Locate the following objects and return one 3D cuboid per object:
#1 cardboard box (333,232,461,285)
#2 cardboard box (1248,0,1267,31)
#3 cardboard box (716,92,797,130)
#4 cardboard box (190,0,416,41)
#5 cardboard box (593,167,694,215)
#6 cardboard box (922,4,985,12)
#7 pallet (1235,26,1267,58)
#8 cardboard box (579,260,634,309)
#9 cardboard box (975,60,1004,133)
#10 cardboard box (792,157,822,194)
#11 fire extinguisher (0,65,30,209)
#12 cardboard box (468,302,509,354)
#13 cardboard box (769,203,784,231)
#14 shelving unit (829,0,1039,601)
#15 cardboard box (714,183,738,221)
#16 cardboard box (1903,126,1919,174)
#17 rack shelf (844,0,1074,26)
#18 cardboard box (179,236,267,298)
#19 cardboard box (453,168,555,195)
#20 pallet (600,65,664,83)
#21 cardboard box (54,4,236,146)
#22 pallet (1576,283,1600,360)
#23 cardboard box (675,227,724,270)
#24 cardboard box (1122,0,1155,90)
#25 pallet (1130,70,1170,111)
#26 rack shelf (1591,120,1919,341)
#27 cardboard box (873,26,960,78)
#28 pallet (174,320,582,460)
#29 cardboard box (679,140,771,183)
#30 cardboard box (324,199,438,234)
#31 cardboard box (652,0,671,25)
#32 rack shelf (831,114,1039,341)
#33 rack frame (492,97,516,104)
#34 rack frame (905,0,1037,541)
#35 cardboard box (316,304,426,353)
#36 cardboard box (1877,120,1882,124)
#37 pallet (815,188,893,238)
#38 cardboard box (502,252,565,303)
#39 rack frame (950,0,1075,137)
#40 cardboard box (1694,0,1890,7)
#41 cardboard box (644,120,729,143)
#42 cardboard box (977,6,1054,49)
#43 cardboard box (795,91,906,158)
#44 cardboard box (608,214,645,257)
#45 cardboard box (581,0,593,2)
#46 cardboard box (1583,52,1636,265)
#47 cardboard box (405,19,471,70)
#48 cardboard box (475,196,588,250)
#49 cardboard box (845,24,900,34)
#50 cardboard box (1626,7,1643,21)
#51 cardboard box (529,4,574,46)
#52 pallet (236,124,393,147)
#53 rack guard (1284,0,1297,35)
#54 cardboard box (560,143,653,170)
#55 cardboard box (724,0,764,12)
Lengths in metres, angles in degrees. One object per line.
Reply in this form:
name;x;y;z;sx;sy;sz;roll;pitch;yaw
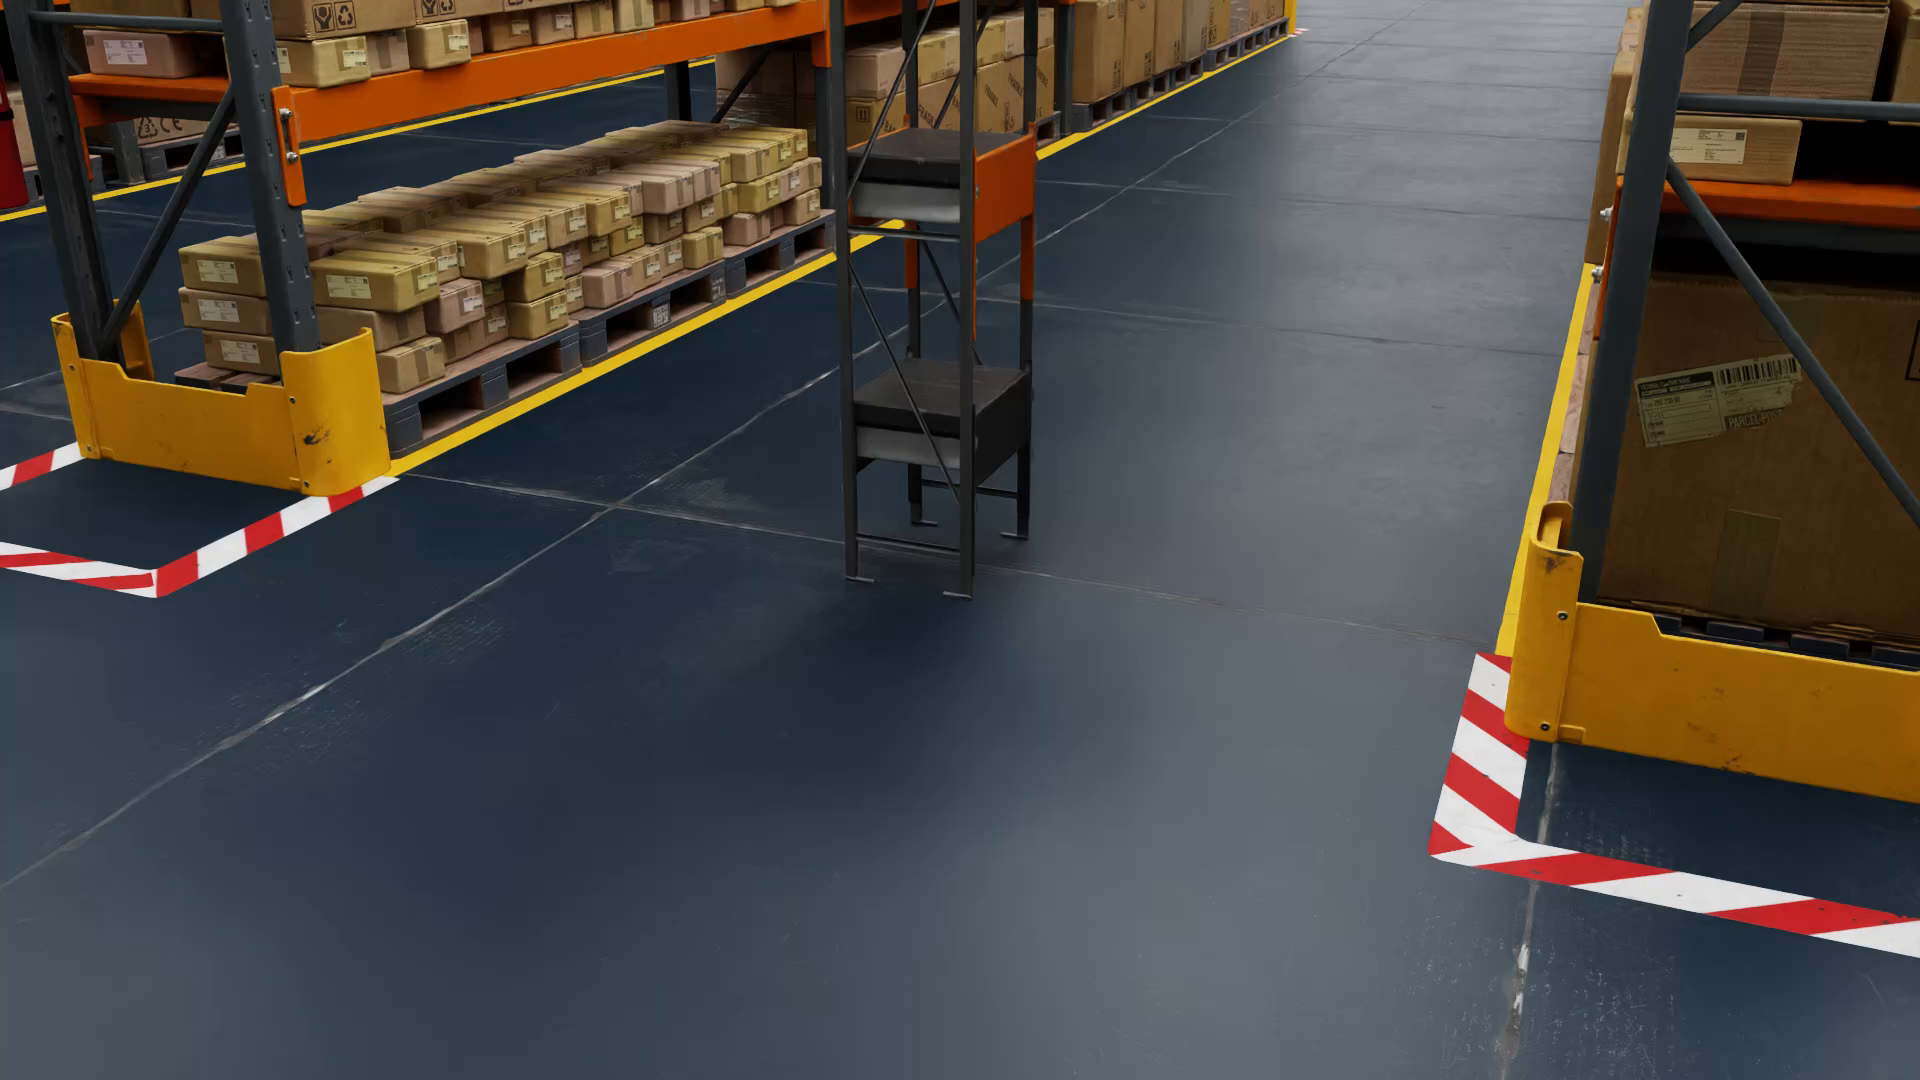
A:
cardboard box;-2.114;-1.046;6.245;0.380;0.149;0.250;9;24;21
cardboard box;2.813;-6.010;17.959;0.875;0.875;0.875;8;24;19
cardboard box;-1.088;-2.411;9.829;0.500;0.500;0.500;8;24;19
cardboard box;-2.191;-1.943;5.494;0.500;0.500;0.500;10;25;23
cardboard box;-1.435;-1.581;7.525;0.380;0.149;0.250;8;24;18
cardboard box;-0.124;-3.676;11.883;0.500;0.250;0.500;8;24;18
pallet;2.650;-5.345;17.772;1.003;0.211;1.213;9;24;20
cardboard box;-1.639;-1.111;7.172;0.380;0.149;0.250;8;24;17
cardboard box;-0.022;-2.892;10.980;0.500;0.500;0.500;8;24;18
cardboard box;-0.951;-1.927;8.740;0.380;0.149;0.250;9;24;21
fire extinguisher;-3.137;-1.407;5.310;0.296;0.674;0.183;9;24;20
cardboard box;-2.016;-0.854;6.556;0.380;0.149;0.250;9;24;21
cardboard box;-1.132;-1.678;8.530;0.380;0.149;0.250;9;24;22
shelving unit;-0.062;-0.910;4.703;0.431;2.100;0.503;9;24;20
cardboard box;-1.307;-1.655;8.087;0.380;0.149;0.250;9;24;21
cardboard box;2.485;-0.948;3.954;0.380;0.149;0.250;8;24;19
rack shelf;-0.386;-3.454;10.560;1.077;0.370;4.000;9;24;20
cardboard box;-2.653;-1.017;6.175;0.380;0.149;0.250;9;24;21
cardboard box;-2.053;-1.574;7.507;0.380;0.149;0.250;9;24;20
pallet;-3.530;-4.602;15.993;1.003;0.211;1.213;9;24;20
cardboard box;-5.606;-3.189;11.205;0.875;0.875;0.875;10;25;22
pallet;3.084;-0.776;6.834;1.003;0.211;1.213;9;24;20
cardboard box;-1.342;-1.389;7.837;0.380;0.149;0.250;9;24;20
cardboard box;0.988;-4.175;13.728;1.050;0.750;0.750;9;24;21
pallet;1.175;-3.921;14.363;1.003;0.211;1.213;9;24;20
rack shelf;2.696;-1.276;5.346;1.077;0.370;4.000;9;24;20
cardboard box;-0.220;-3.056;10.399;0.500;0.250;0.500;10;25;22
pallet;-2.252;-0.665;6.567;1.003;0.211;1.213;9;24;20
cardboard box;-1.163;-1.871;8.219;0.380;0.149;0.250;9;24;20
cardboard box;-2.373;-1.293;6.836;0.380;0.149;0.250;8;24;18
cardboard box;-1.503;-2.350;7.309;0.380;0.149;0.250;8;24;19
rack shelf;-0.062;-0.897;4.709;0.431;0.518;0.480;9;24;20
rack frame;-4.276;-5.174;13.745;1.000;3.000;0.127;9;24;20
rack frame;0.029;-0.997;4.913;0.400;2.100;0.015;9;24;20
cardboard box;-2.182;-0.805;6.053;0.380;0.149;0.250;10;25;22
cardboard box;2.771;-1.224;4.615;0.380;0.149;0.250;8;24;19
pallet;-0.841;-2.062;9.913;1.003;0.211;1.213;9;24;20
cardboard box;-1.823;-1.071;6.691;0.380;0.149;0.250;10;25;22
rack frame;0.357;-4.501;12.135;1.000;3.000;0.127;9;24;20
cardboard box;1.890;-1.518;3.829;0.500;0.500;0.500;9;24;21
cardboard box;-1.449;-2.129;8.837;0.380;0.149;0.250;10;25;22
cardboard box;0.346;-3.605;11.715;0.500;0.250;0.500;8;24;19
cardboard box;-0.608;-2.337;9.651;0.500;0.500;0.500;10;25;22
cardboard box;-1.640;-1.378;7.425;0.380;0.149;0.250;10;25;23
cardboard box;-1.639;-2.495;6.816;0.500;0.500;0.500;8;24;19
cardboard box;3.658;-1.769;7.805;1.225;0.875;0.875;9;24;20
cardboard box;-1.984;-1.777;5.939;0.380;0.149;0.250;8;24;19
cardboard box;-1.774;-1.316;6.892;0.380;0.149;0.250;10;25;22
cardboard box;-0.700;-3.132;10.582;0.500;0.250;0.500;8;24;18
cardboard box;4.649;-2.724;10.092;1.225;0.875;0.875;8;24;18
cardboard box;-1.774;-2.067;6.634;0.380;0.149;0.250;8;24;19
pallet;-5.094;-3.181;12.591;1.003;0.211;1.213;9;24;20
rack guard;3.338;-6.219;19.491;1.175;0.500;0.348;9;24;20
cardboard box;-1.730;-1.845;8.157;0.380;0.149;0.250;8;24;19
cardboard box;-1.167;-2.623;7.965;0.380;0.149;0.250;10;25;22
